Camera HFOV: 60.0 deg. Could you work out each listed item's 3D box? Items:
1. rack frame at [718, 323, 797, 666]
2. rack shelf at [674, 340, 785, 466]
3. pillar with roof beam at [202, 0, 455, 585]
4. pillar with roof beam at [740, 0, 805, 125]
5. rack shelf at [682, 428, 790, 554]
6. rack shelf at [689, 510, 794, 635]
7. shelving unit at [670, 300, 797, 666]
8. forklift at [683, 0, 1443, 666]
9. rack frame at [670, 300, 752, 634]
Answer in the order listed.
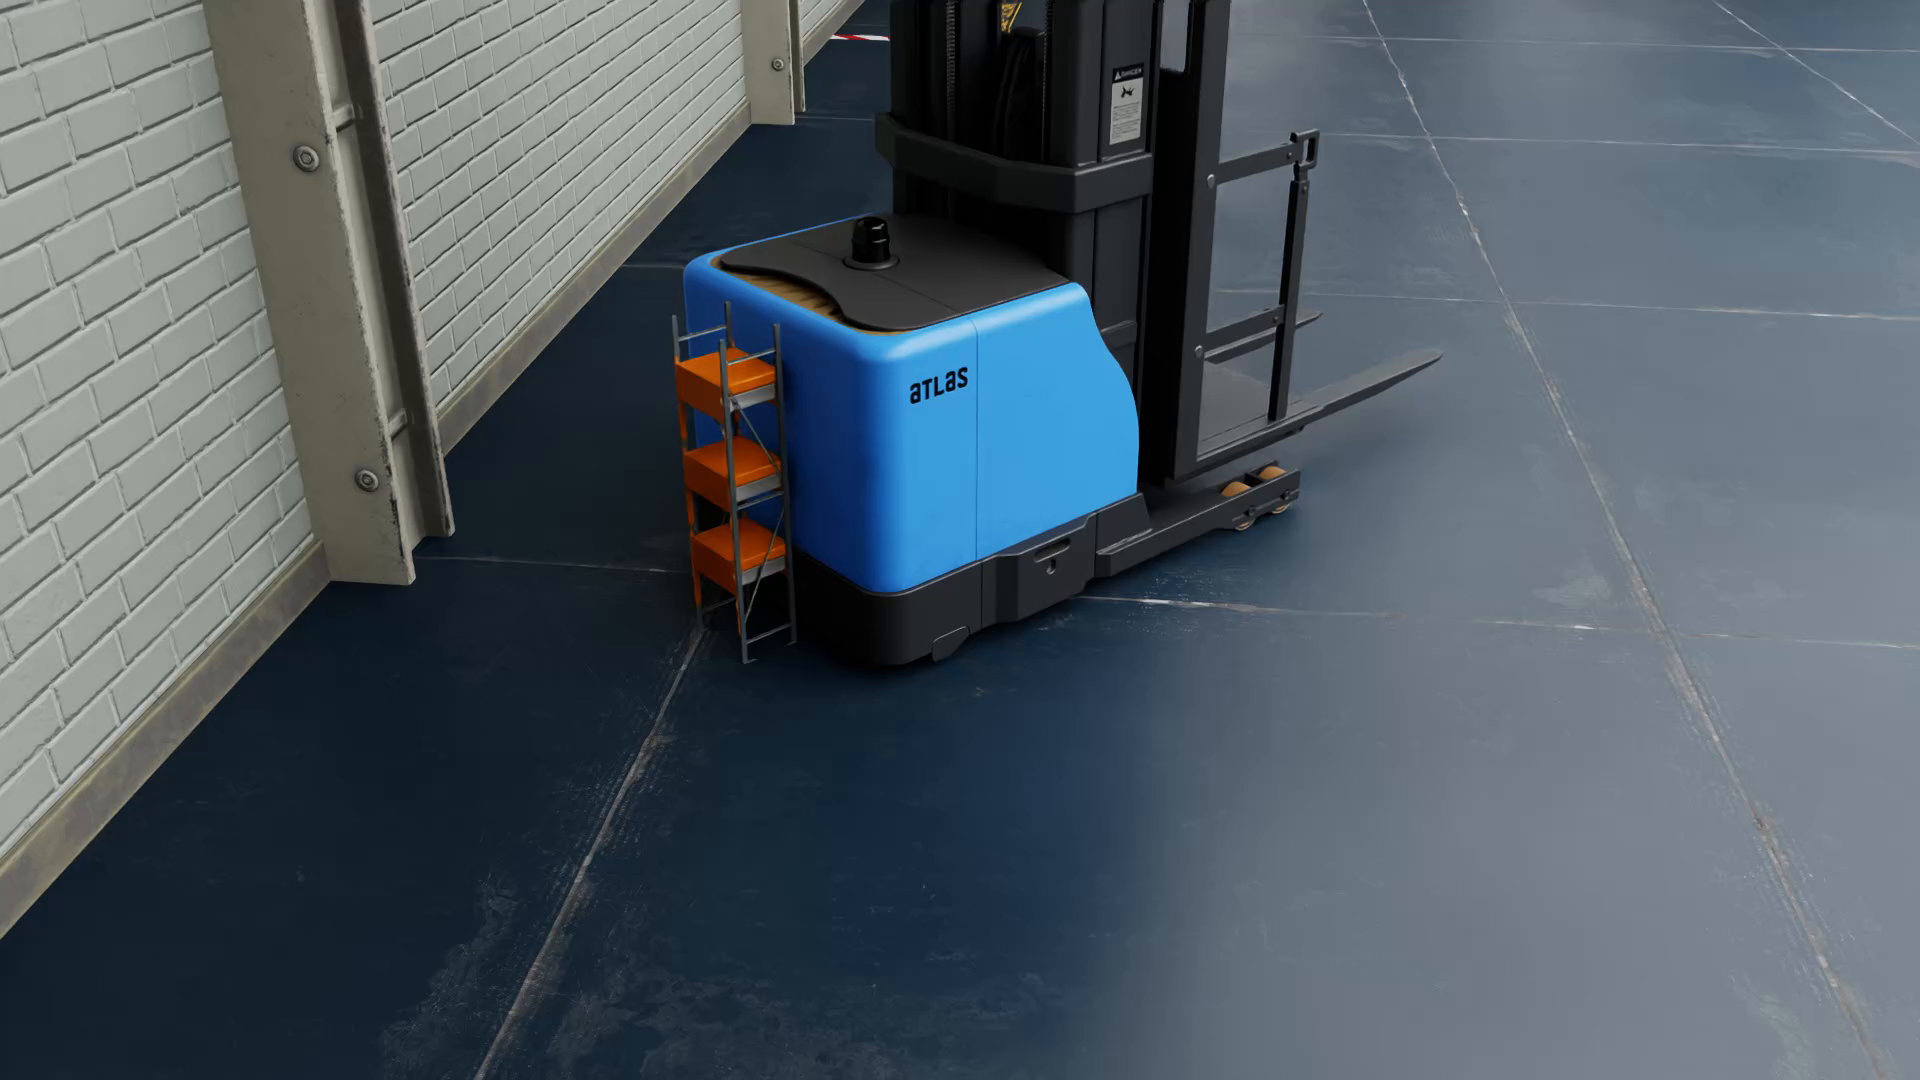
[{"bbox_3d":[-0.584,-0.114,4.854,0.200,1.050,0.008,-22,36,-35],"label":"rack frame"},{"bbox_3d":[-0.664,-0.398,4.806,0.215,0.259,0.240,-22,36,-35],"label":"rack shelf"},{"bbox_3d":[2.332,-3.665,3.065,9.100,9.000,0.400,3,28,6],"label":"pillar with roof beam"},{"bbox_3d":[3.067,-6.489,8.307,9.100,9.000,0.400,3,28,6],"label":"pillar with roof beam"},{"bbox_3d":[-0.664,-0.148,4.941,0.215,0.259,0.240,-22,36,-35],"label":"rack shelf"},{"bbox_3d":[-0.664,0.096,5.072,0.215,0.259,0.240,-22,36,-35],"label":"rack shelf"},{"bbox_3d":[-0.664,-0.158,4.936,0.215,1.050,0.252,-22,36,-35],"label":"shelving unit"},{"bbox_3d":[0.578,-1.492,5.430,3.031,2.935,1.130,-22,35,-35],"label":"forklift"},{"bbox_3d":[-0.744,-0.201,5.017,0.200,1.050,0.008,-22,36,-35],"label":"rack frame"}]
